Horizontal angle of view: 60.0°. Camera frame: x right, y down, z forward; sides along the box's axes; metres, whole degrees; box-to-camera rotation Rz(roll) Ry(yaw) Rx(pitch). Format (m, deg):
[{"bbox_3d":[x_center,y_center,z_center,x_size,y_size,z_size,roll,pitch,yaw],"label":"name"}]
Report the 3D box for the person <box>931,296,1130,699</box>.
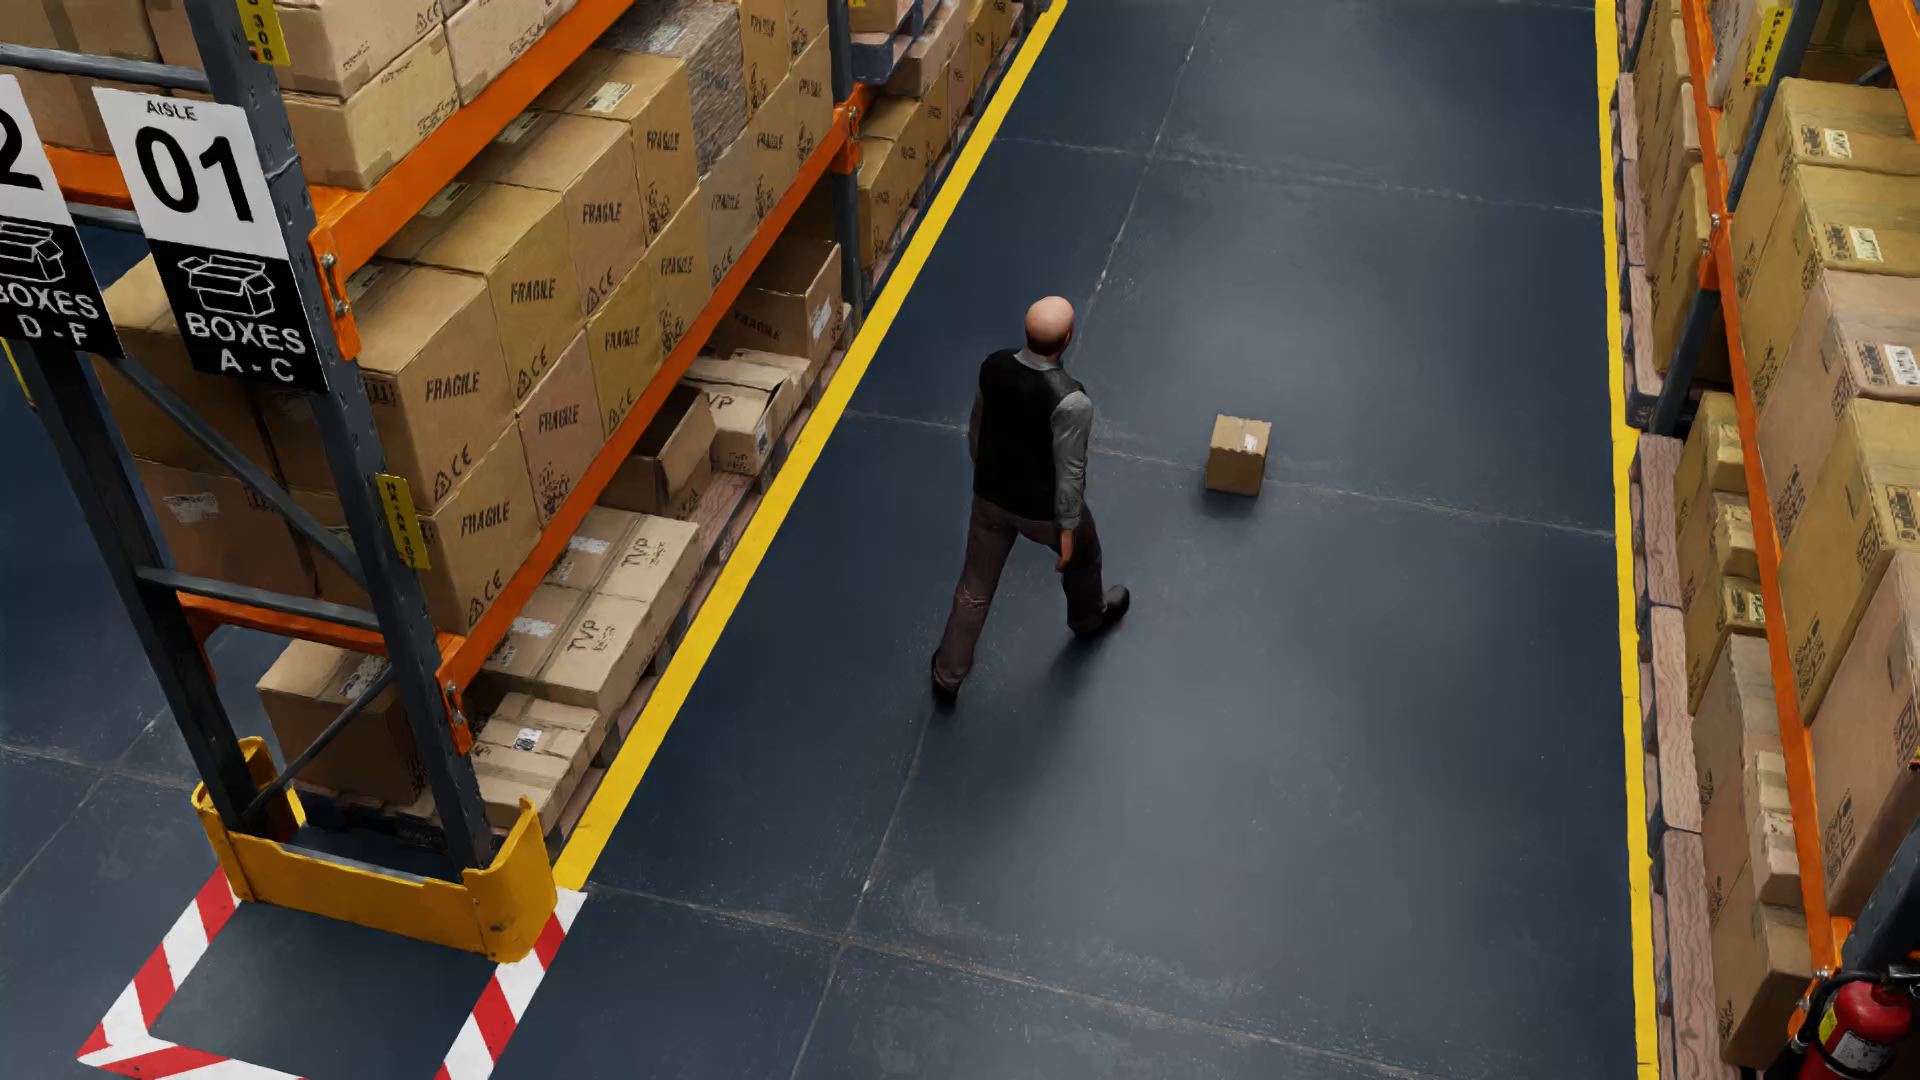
[{"bbox_3d":[0.268,-0.179,6.423,0.578,1.679,0.965,26,47,27],"label":"person"}]
